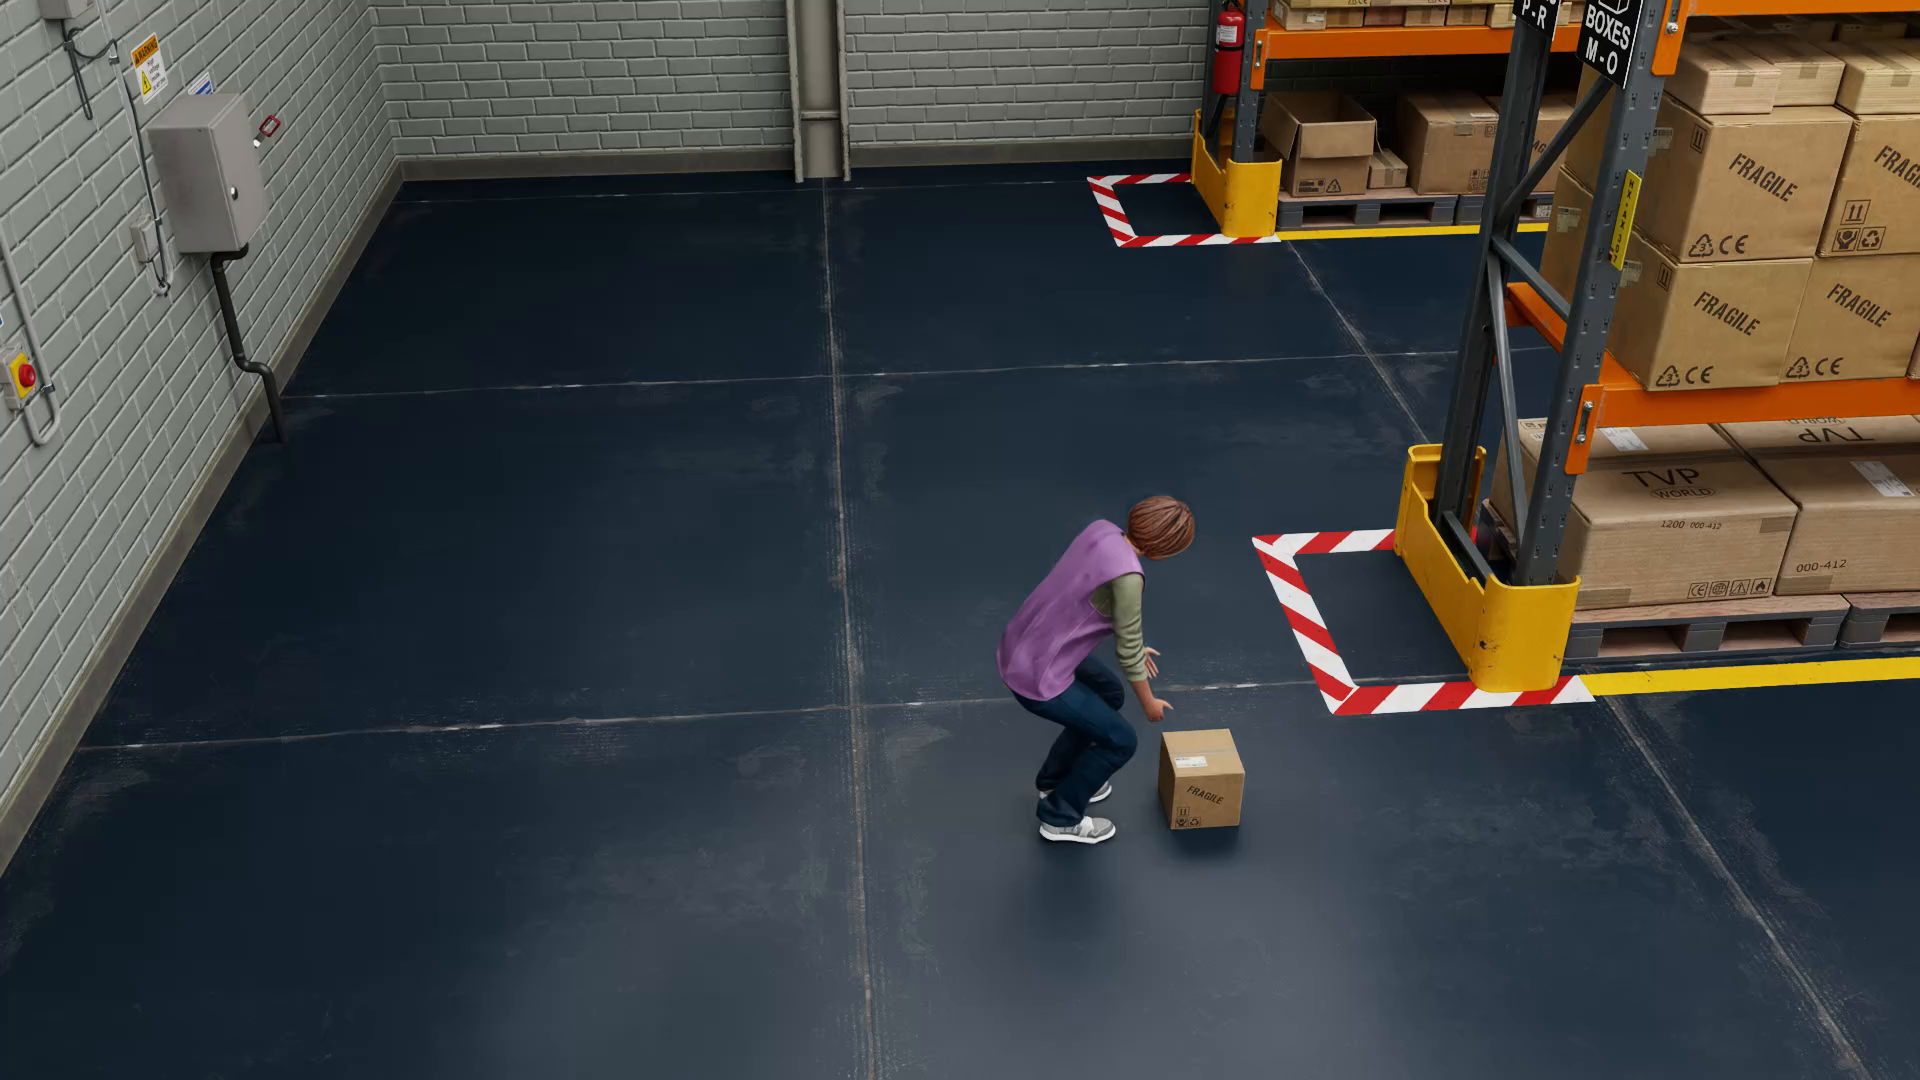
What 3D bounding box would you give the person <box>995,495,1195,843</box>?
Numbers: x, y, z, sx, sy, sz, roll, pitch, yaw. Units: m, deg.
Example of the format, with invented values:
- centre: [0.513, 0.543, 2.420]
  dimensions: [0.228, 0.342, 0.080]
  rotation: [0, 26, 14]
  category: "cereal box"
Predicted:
- centre: [0.447, 0.436, 5.741]
  dimensions: [0.657, 1.283, 0.462]
  rotation: [-3, 32, -4]
  category: "person"
